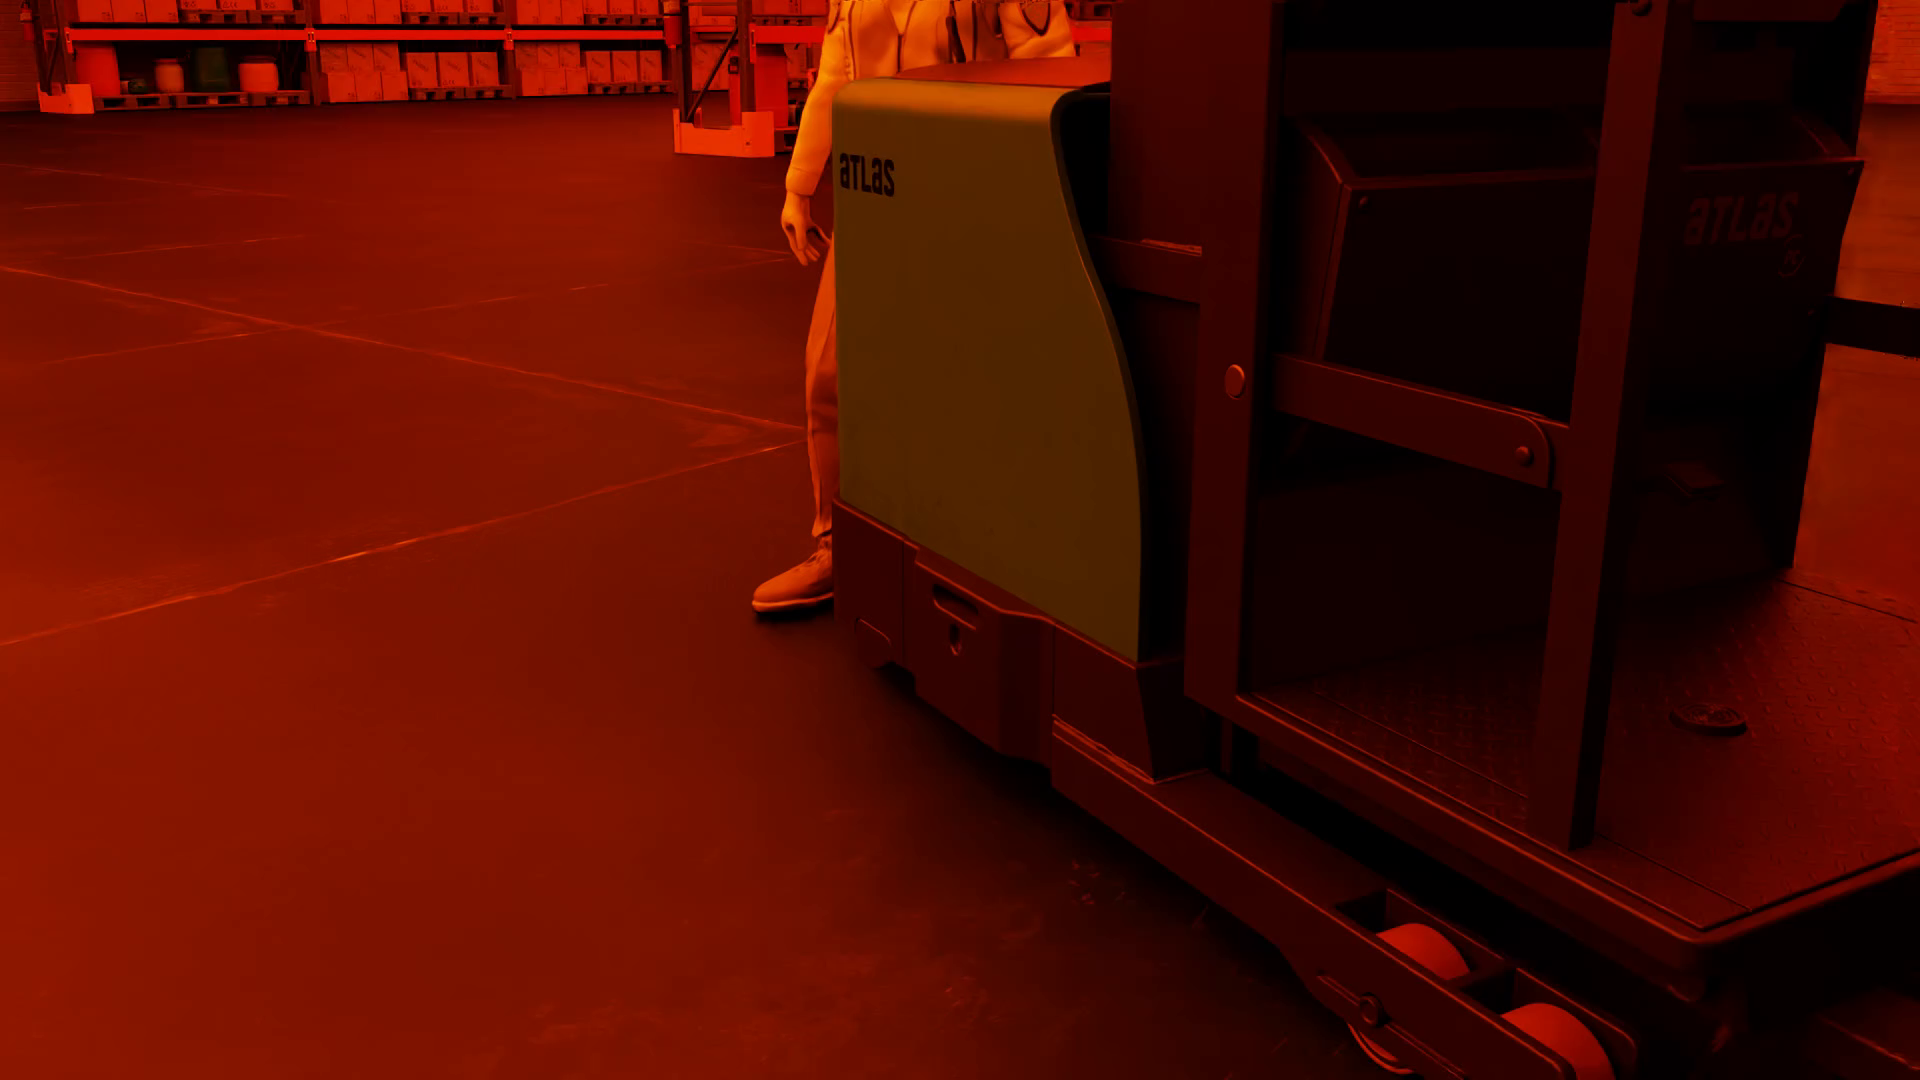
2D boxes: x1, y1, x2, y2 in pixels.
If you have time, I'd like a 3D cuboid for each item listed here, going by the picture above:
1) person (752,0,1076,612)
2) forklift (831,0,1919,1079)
[{"bbox_3d":[-0.112,-0.663,3.331,0.704,1.614,0.572,7,18,21],"label":"person"},{"bbox_3d":[0.913,-0.890,1.828,1.130,2.935,3.031,-9,19,-28],"label":"forklift"}]
